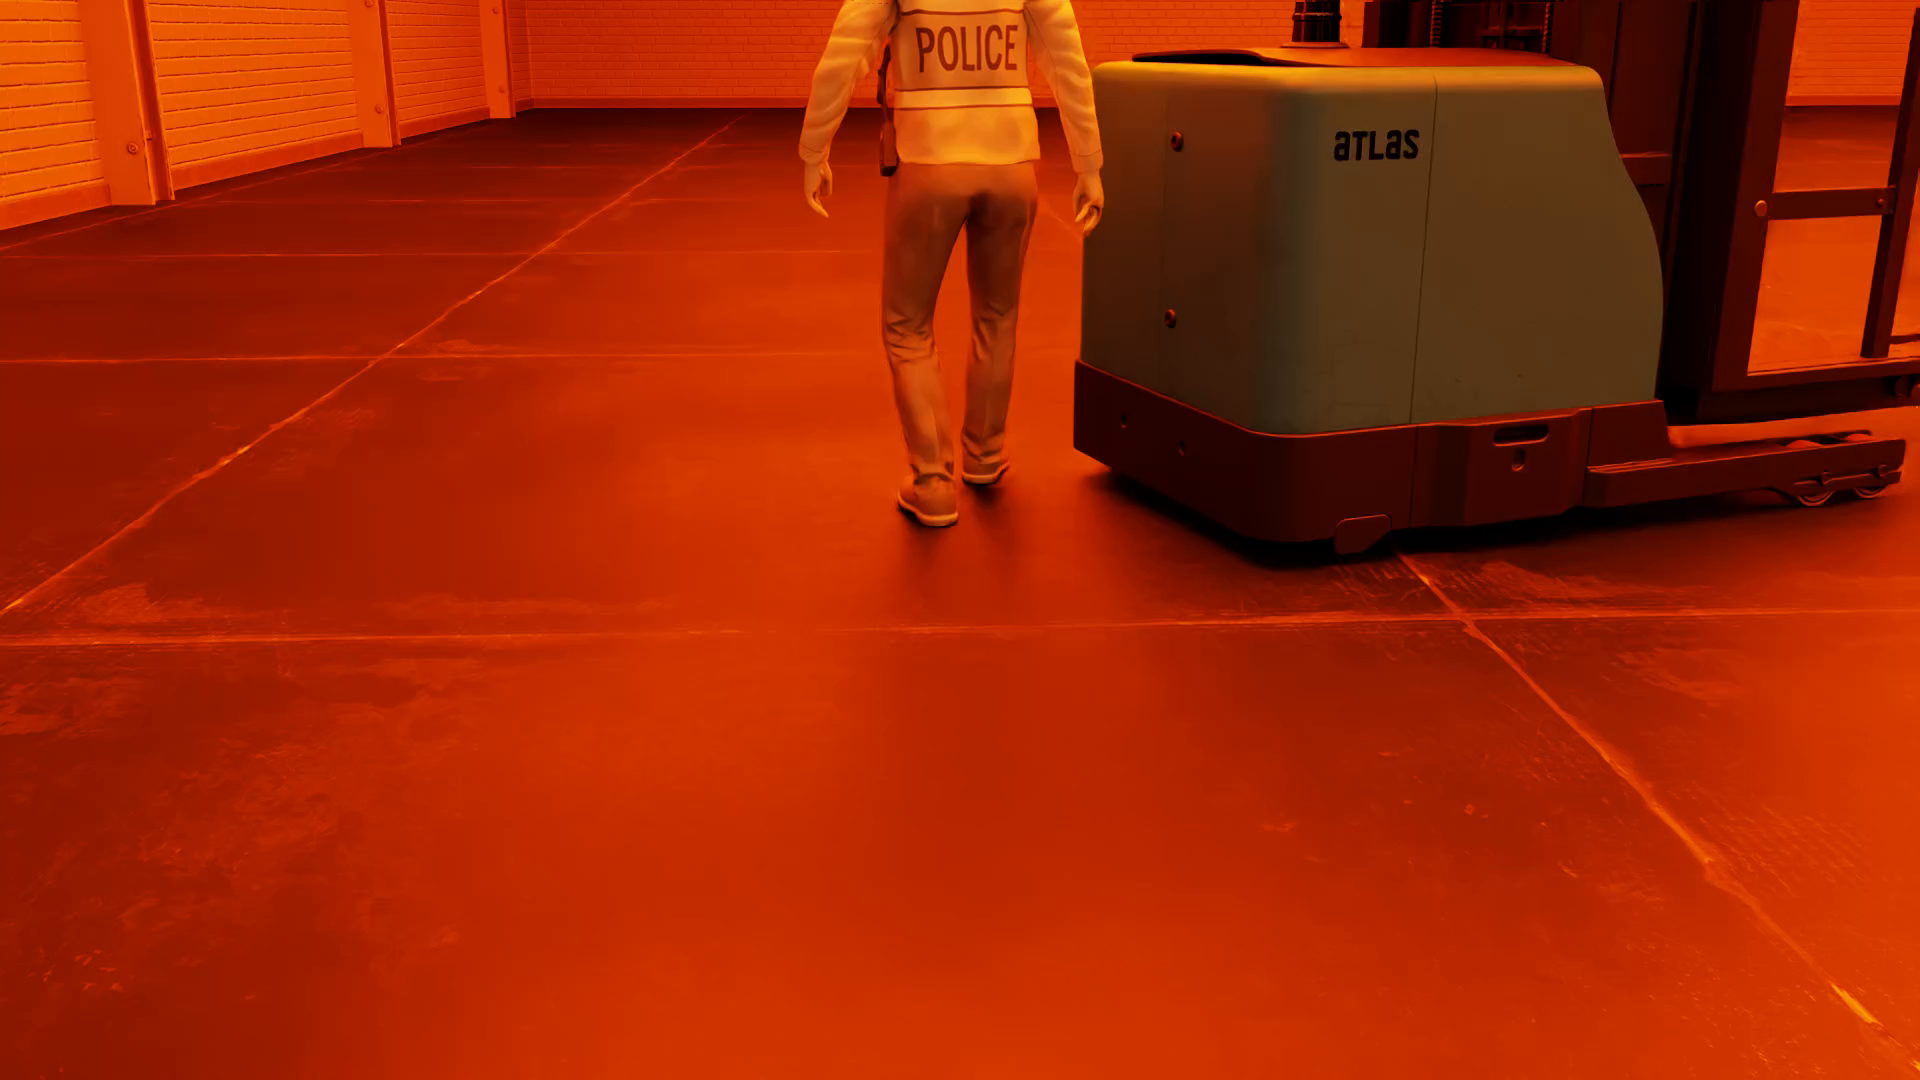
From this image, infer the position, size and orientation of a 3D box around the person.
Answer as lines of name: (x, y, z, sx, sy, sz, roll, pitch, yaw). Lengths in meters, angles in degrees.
person: (-0.041, -0.892, 4.072, 0.715, 1.621, 0.619, -5, 18, -15)

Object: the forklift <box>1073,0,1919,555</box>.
forklift: (1.875, -1.623, 4.213, 3.031, 2.935, 1.130, -7, 18, -21)
